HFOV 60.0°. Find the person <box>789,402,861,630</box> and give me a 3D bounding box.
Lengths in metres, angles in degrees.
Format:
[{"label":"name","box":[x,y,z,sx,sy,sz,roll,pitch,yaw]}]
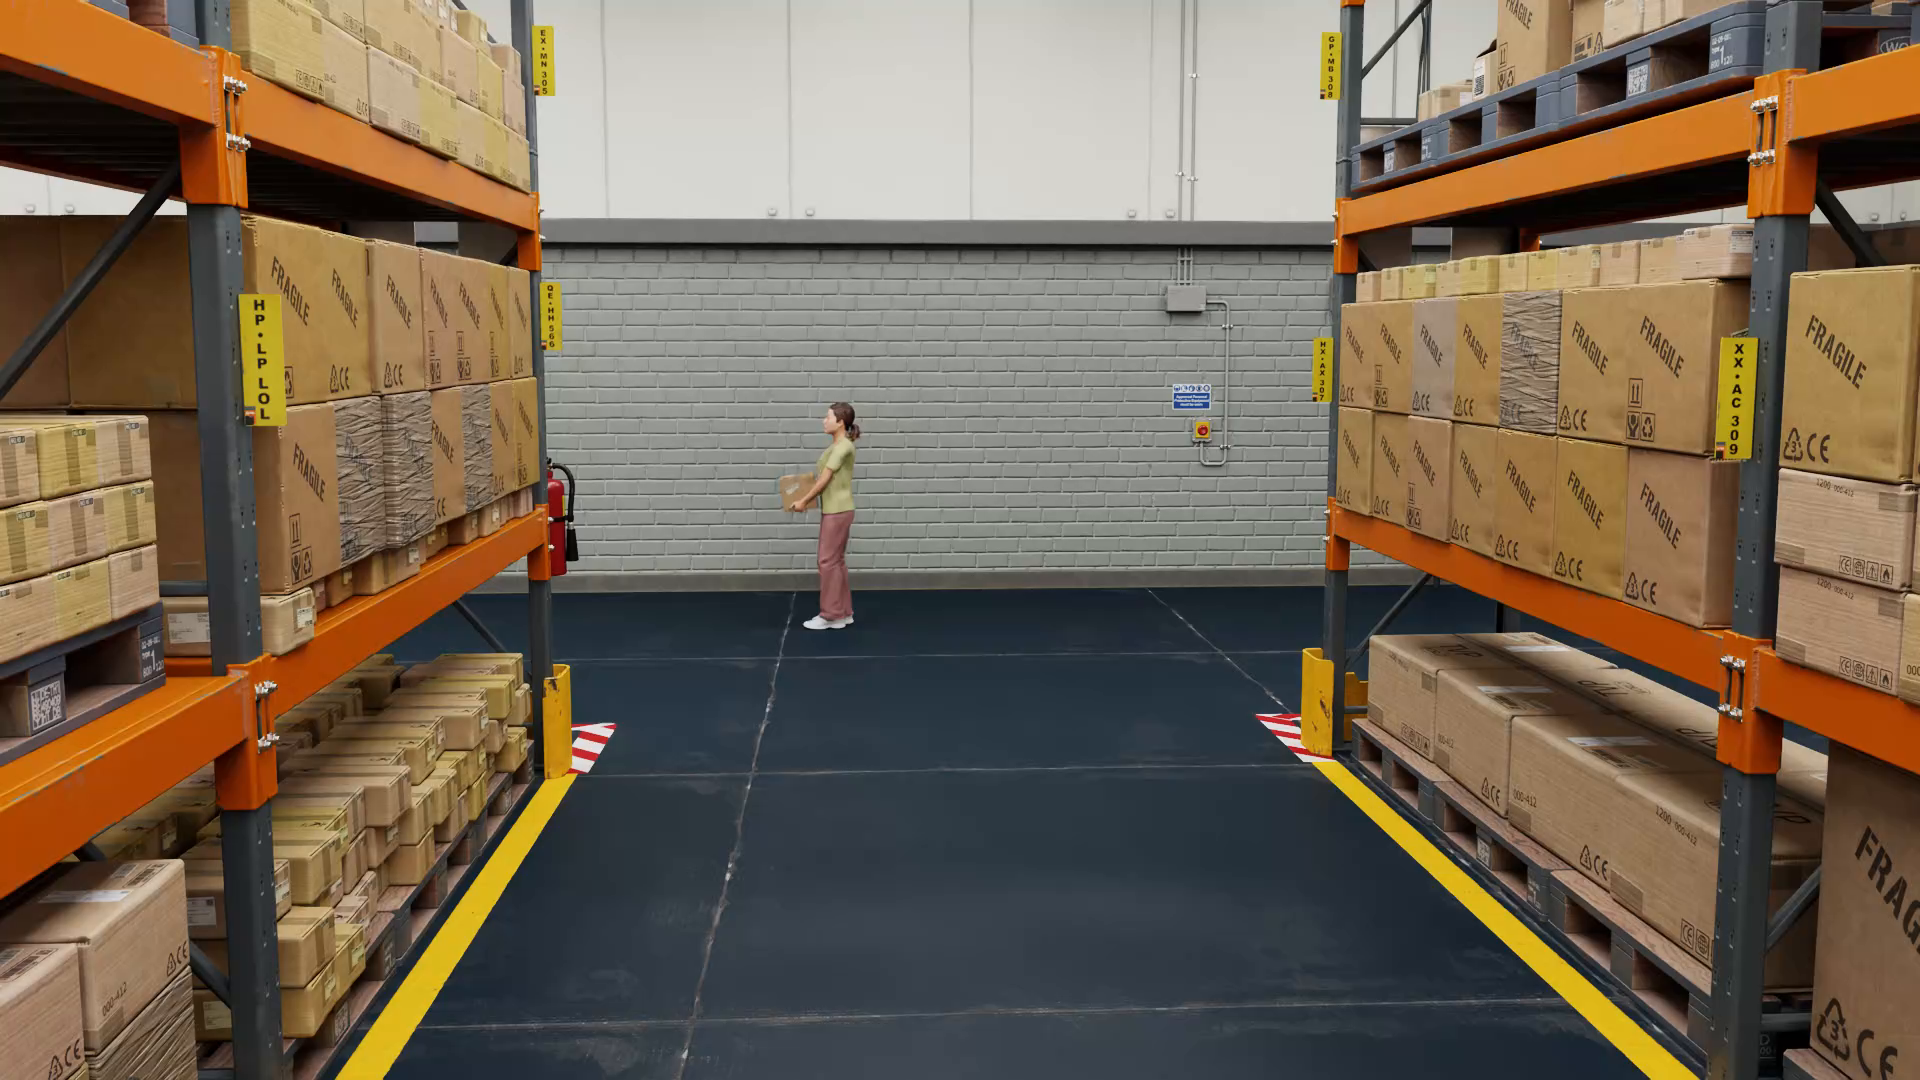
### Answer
[{"label":"person","box":[-0.988,-0.179,12.278,0.538,1.668,0.420,0,7,-4]}]
